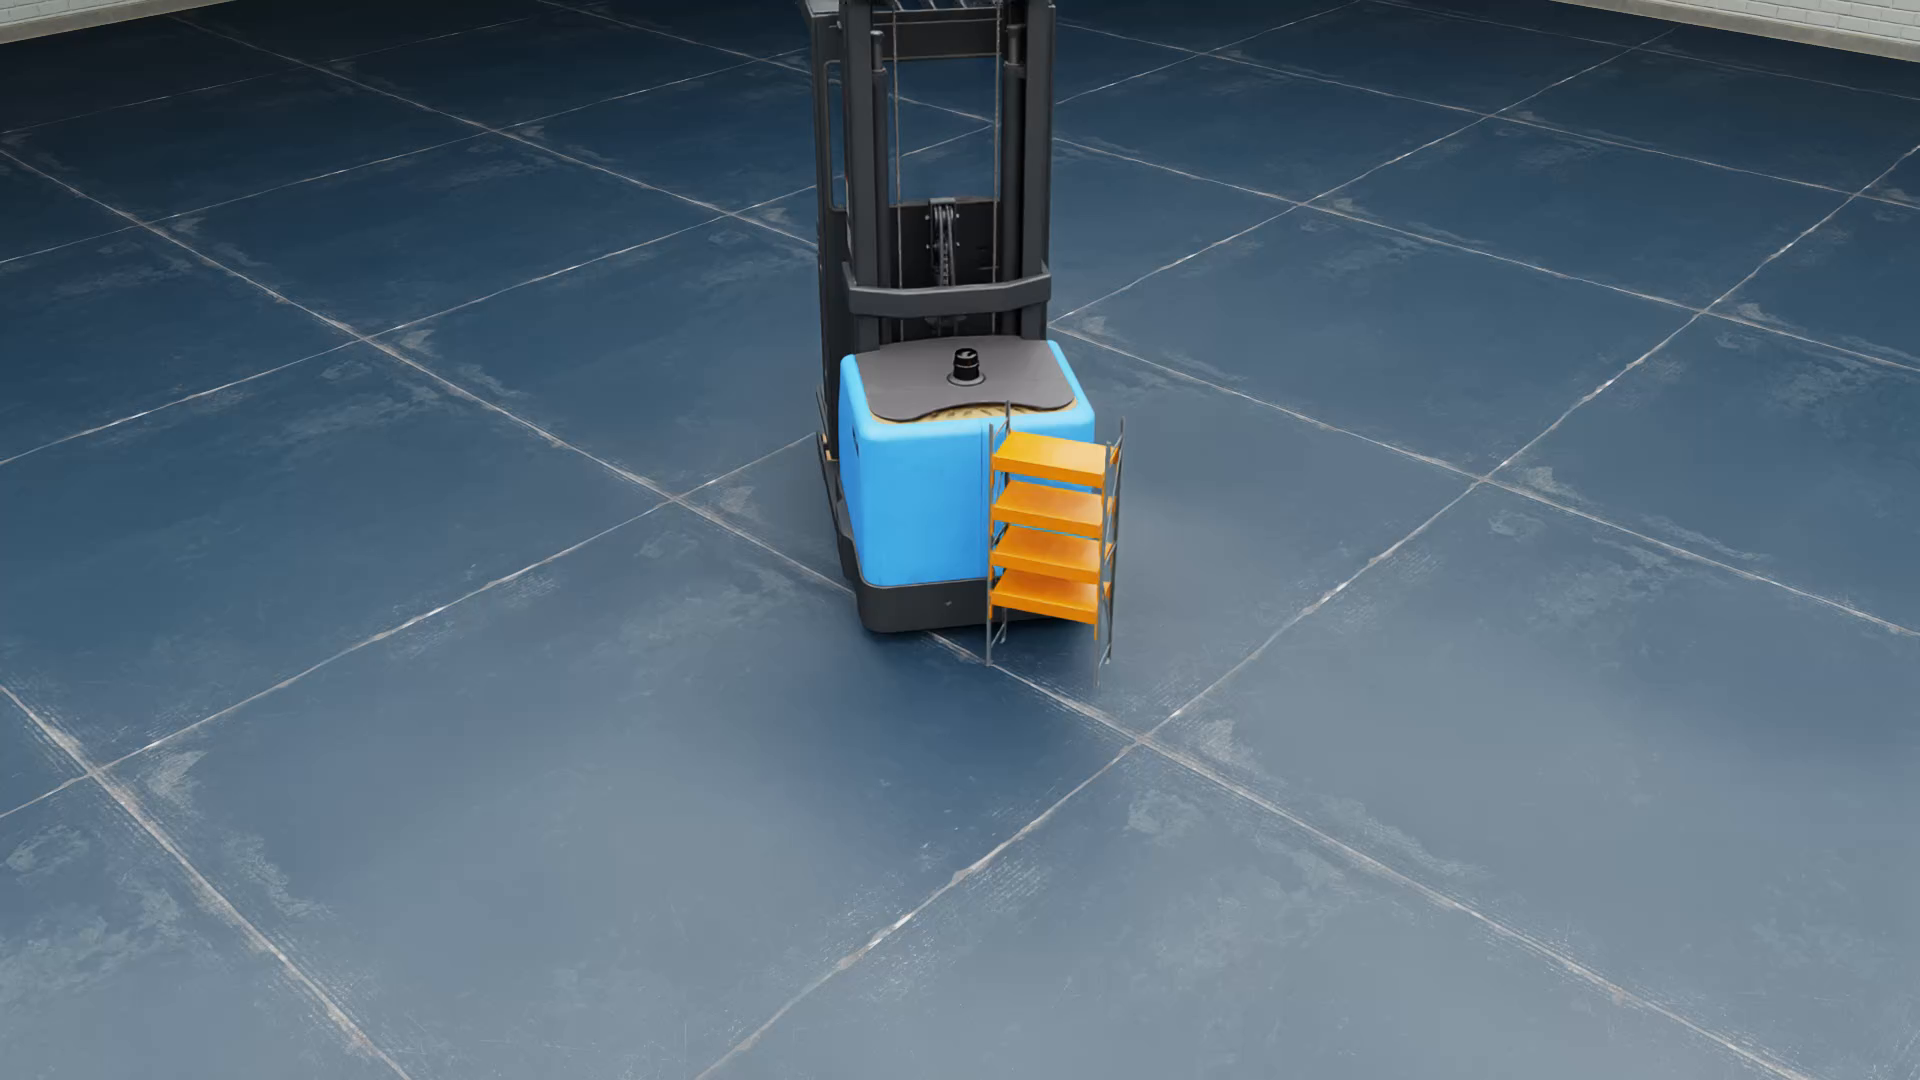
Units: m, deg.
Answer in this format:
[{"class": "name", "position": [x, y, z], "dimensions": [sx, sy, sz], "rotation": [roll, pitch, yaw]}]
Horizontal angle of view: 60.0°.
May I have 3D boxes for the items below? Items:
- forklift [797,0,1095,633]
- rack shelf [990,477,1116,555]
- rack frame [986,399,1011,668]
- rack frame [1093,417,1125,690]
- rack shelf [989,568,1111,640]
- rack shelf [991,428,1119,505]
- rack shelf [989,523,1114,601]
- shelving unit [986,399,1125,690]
[{"class": "forklift", "position": [-0.162, -1.586, 8.042], "dimensions": [1.130, 2.935, 3.031], "rotation": [-5, 31, -8]}, {"class": "rack shelf", "position": [0.393, -0.103, 6.953], "dimensions": [0.480, 0.148, 0.258], "rotation": [10, 33, 17]}, {"class": "rack frame", "position": [0.163, -0.011, 7.104], "dimensions": [0.015, 1.200, 0.240], "rotation": [10, 33, 17]}, {"class": "rack frame", "position": [0.623, 0.073, 6.964], "dimensions": [0.015, 1.200, 0.240], "rotation": [10, 33, 17]}, {"class": "rack shelf", "position": [0.393, 0.258, 7.172], "dimensions": [0.480, 0.148, 0.258], "rotation": [10, 33, 17]}, {"class": "rack shelf", "position": [0.393, -0.305, 6.831], "dimensions": [0.480, 0.148, 0.258], "rotation": [10, 33, 17]}, {"class": "rack shelf", "position": [0.393, 0.088, 7.069], "dimensions": [0.480, 0.148, 0.258], "rotation": [10, 33, 17]}, {"class": "shelving unit", "position": [0.393, 0.031, 7.034], "dimensions": [0.503, 1.200, 0.258], "rotation": [10, 33, 17]}]
